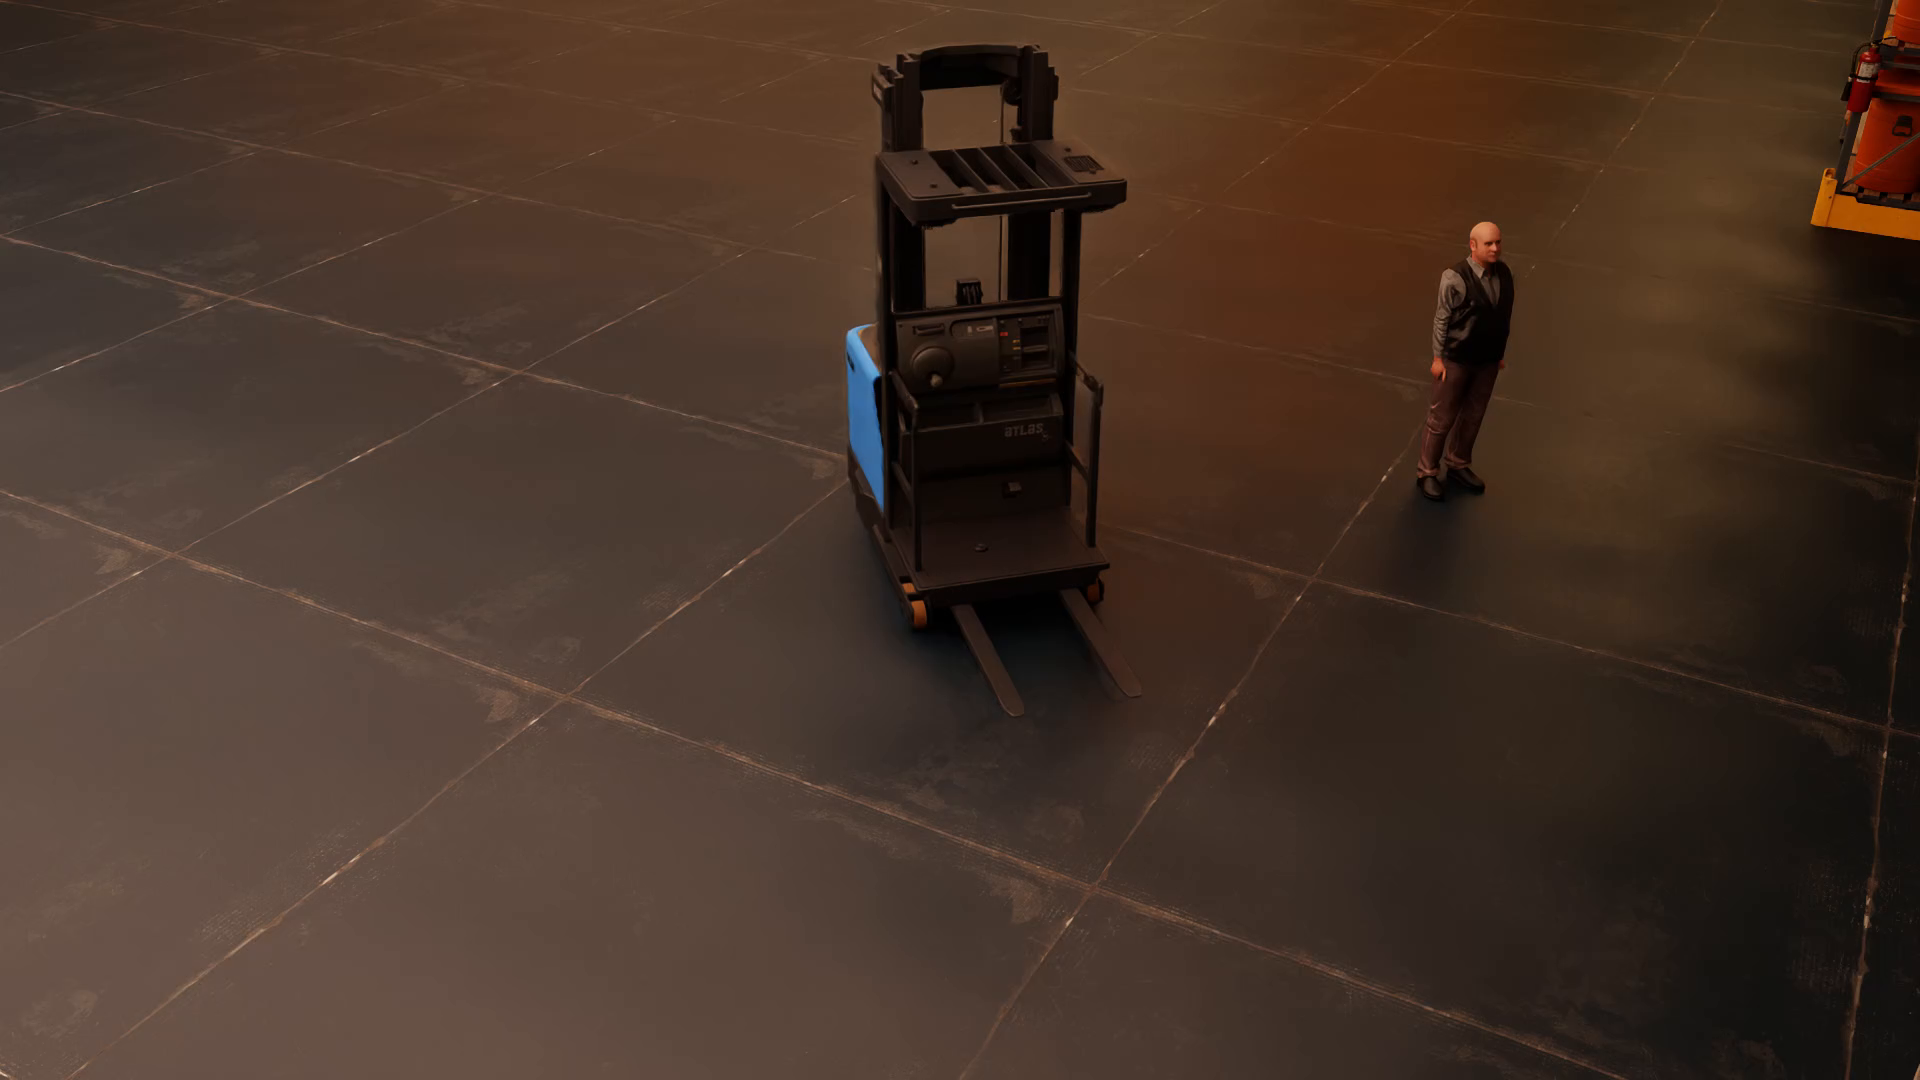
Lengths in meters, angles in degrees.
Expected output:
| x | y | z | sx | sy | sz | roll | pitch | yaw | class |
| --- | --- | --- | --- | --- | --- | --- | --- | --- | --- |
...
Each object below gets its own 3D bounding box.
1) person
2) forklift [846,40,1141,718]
| x | y | z | sx | sy | sz | roll | pitch | yaw | class |
| --- | --- | --- | --- | --- | --- | --- | --- | --- | --- |
| 3.127 | -1.105 | 10.197 | 0.525 | 1.725 | 0.371 | -12 | 32 | -19 | person |
| 0.174 | -0.992 | 8.789 | 1.130 | 2.935 | 3.031 | -8 | 31 | -13 | forklift |
